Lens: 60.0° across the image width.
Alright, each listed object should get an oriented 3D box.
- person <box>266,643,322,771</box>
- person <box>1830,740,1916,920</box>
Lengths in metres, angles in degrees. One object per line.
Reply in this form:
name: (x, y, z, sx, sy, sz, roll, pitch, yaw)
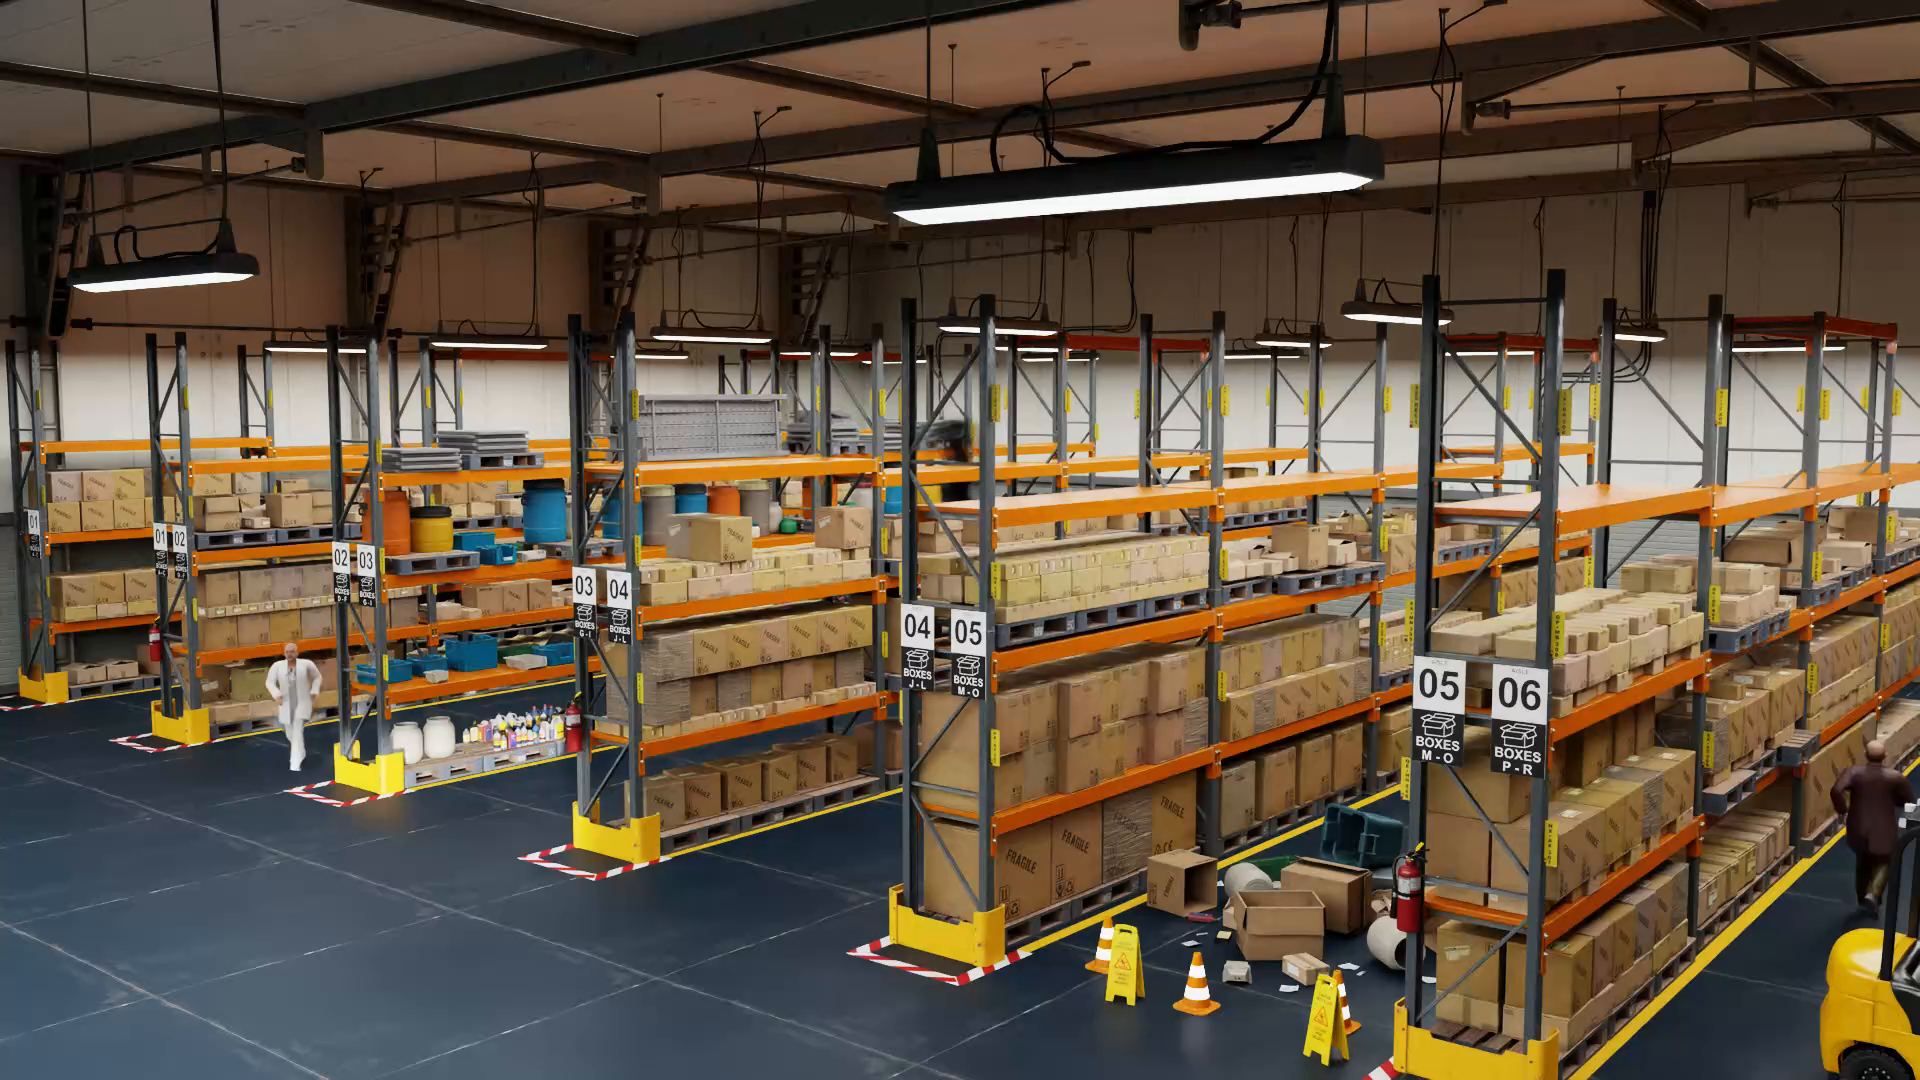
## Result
person: (-9.131, 2.252, 22.851, 0.705, 1.736, 0.844, -1, 5, -9)
person: (8.894, 2.815, 16.207, 0.696, 1.755, 1.030, 4, 6, 37)
